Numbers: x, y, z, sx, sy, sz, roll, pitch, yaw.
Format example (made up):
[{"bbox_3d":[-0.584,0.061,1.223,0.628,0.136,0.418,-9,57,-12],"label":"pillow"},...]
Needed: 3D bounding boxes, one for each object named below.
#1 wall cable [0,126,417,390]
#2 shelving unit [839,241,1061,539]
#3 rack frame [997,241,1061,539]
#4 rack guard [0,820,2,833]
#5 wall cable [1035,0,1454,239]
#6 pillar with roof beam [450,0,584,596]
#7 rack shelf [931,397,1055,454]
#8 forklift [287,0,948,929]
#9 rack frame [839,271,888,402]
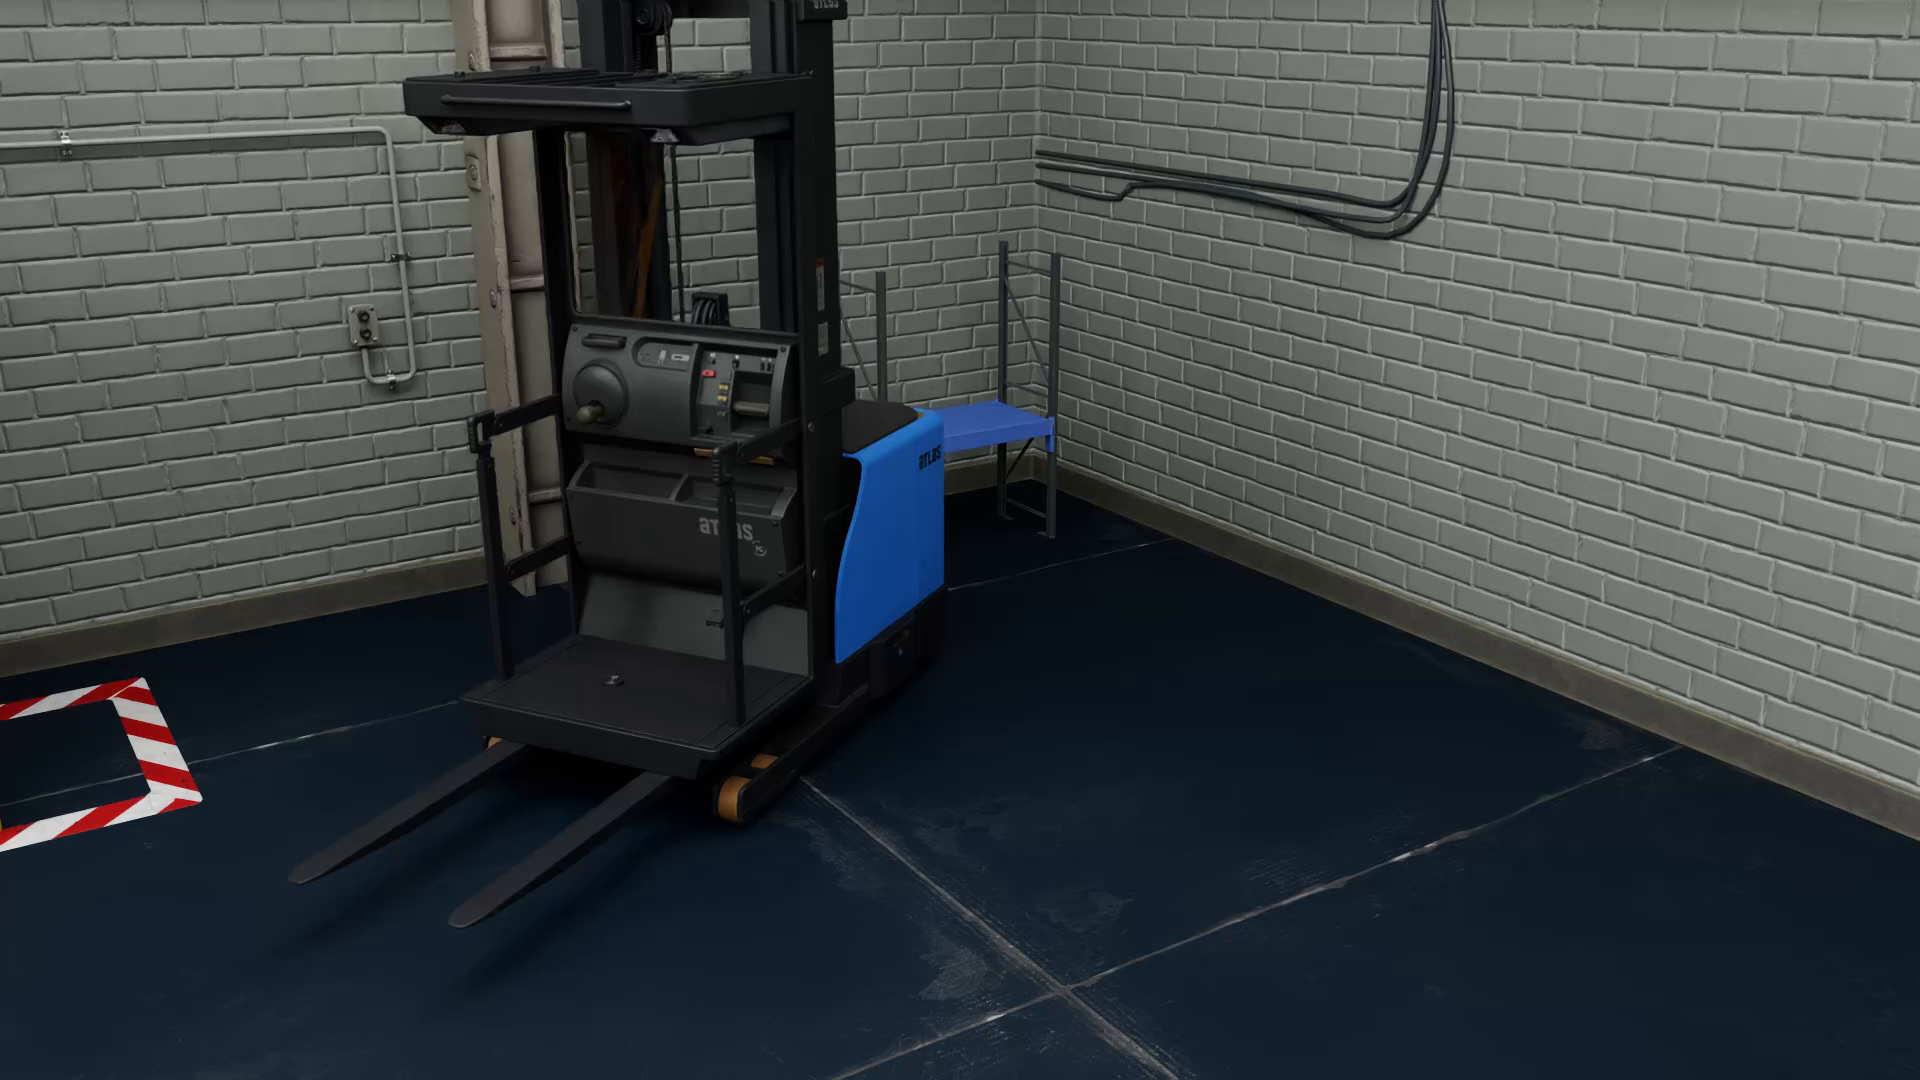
[{"bbox_3d":[-3.225,-1.480,6.851,1.851,1.984,0.084,-12,22,-31],"label":"wall cable"},{"bbox_3d":[-0.071,-0.695,8.460,1.048,1.500,0.538,-12,22,-31],"label":"shelving unit"},{"bbox_3d":[0.353,-0.785,8.725,0.032,1.500,0.500,-12,22,-31],"label":"rack frame"},{"bbox_3d":[-3.754,0.660,6.011,0.348,0.500,1.175,-12,22,-31],"label":"rack guard"},{"bbox_3d":[1.146,-2.791,7.799,0.112,2.526,3.097,-12,22,-31],"label":"wall cable"},{"bbox_3d":[0.373,-2.917,3.323,0.400,9.000,9.100,-12,22,-31],"label":"pillar with roof beam"},{"bbox_3d":[-0.071,-0.525,8.518,1.000,0.185,0.538,-12,22,-31],"label":"rack shelf"},{"bbox_3d":[-1.113,-0.552,5.802,1.130,2.935,3.031,8,20,23],"label":"forklift"},{"bbox_3d":[-0.496,-0.606,8.195,0.032,1.500,0.500,-12,22,-31],"label":"rack frame"}]
